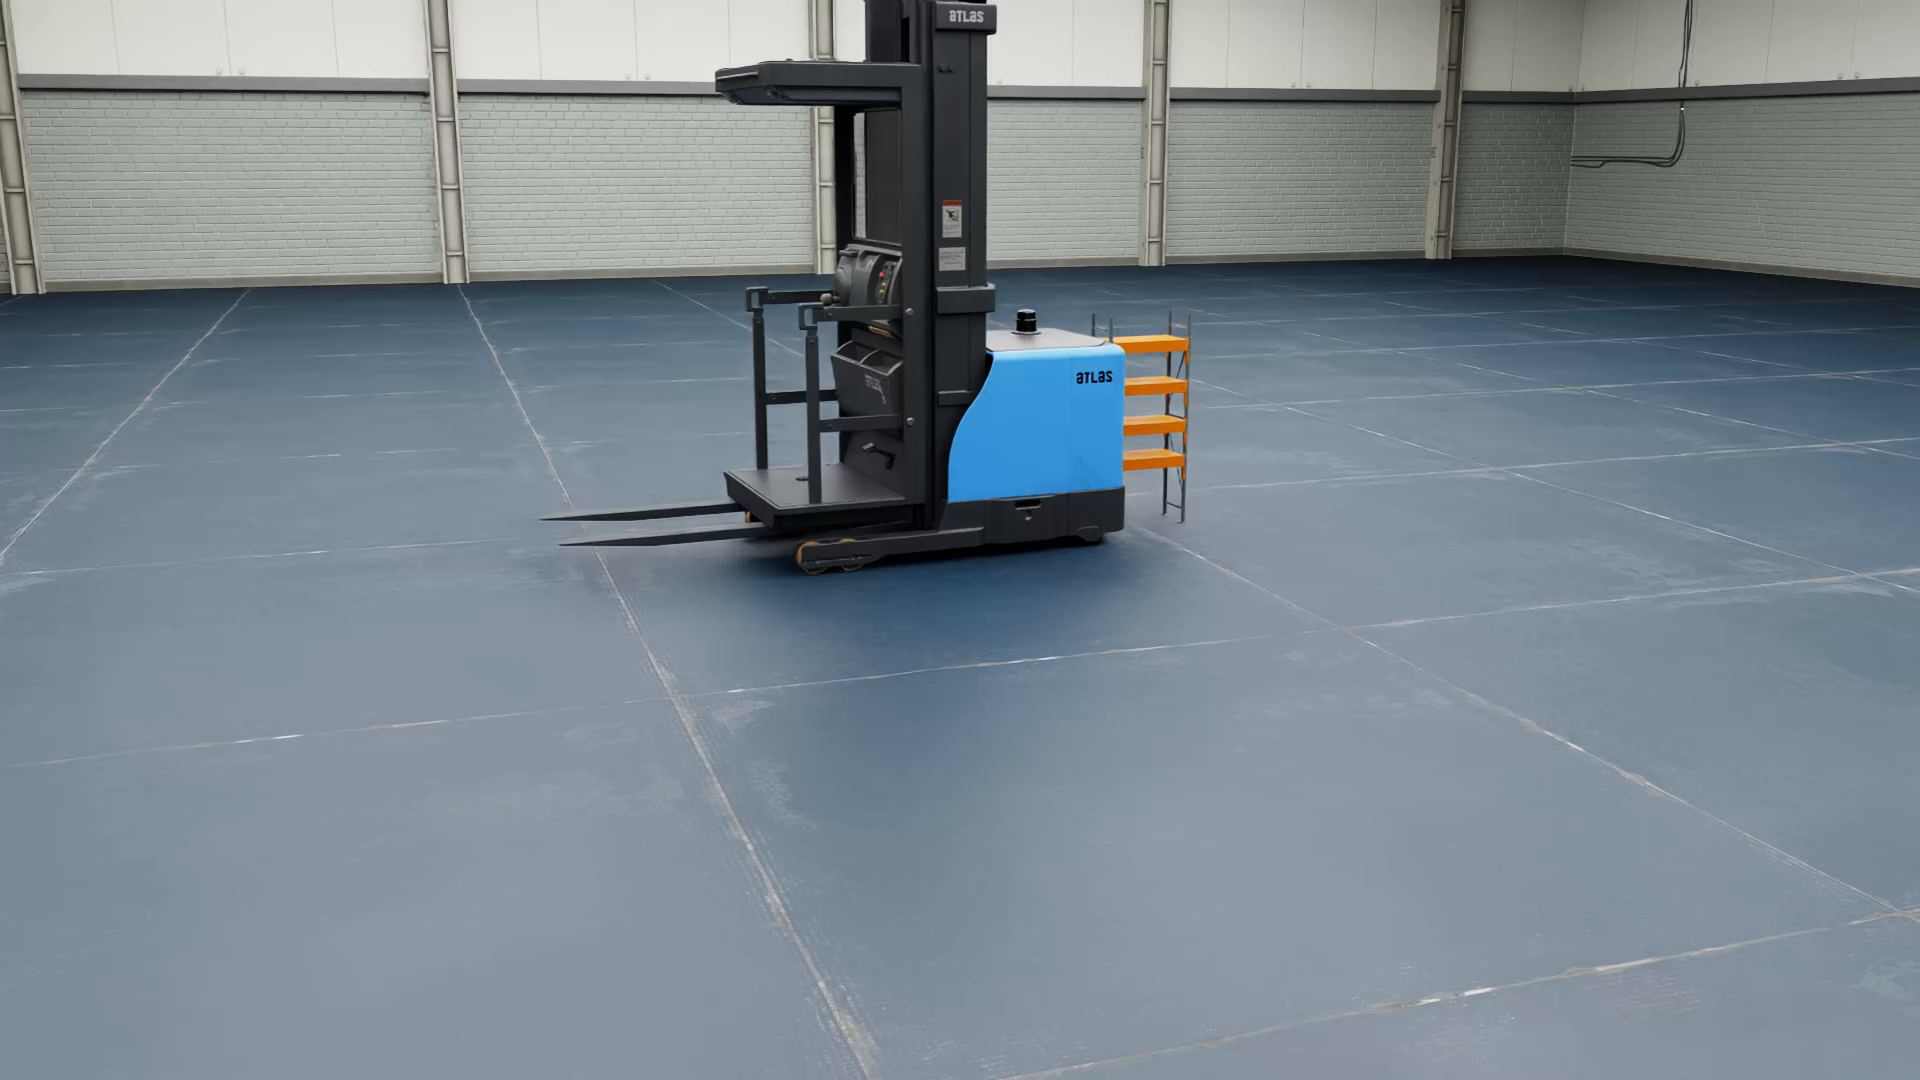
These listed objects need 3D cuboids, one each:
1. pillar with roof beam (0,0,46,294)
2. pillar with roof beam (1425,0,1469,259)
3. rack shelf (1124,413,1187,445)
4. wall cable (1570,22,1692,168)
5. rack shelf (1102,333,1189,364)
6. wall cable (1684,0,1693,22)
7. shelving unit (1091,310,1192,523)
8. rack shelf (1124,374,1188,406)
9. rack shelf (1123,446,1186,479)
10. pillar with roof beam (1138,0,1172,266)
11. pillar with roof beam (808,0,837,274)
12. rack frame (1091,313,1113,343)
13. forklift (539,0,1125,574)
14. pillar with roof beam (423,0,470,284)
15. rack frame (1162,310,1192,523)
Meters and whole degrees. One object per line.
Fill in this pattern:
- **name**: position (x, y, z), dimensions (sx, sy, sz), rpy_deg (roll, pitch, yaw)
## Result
- **pillar with roof beam**: position (-12.245, -7.047, 19.322), dimensions (0.400, 9.000, 9.100), rpy_deg (-4, 14, -18)
- **pillar with roof beam**: position (10.502, -8.818, 26.768), dimensions (0.400, 9.000, 9.100), rpy_deg (-4, 14, -18)
- **rack shelf**: position (1.014, -0.618, 9.439), dimensions (0.480, 0.148, 0.258), rpy_deg (-5, 14, -21)
- **wall cable**: position (12.343, -8.179, 30.792), dimensions (0.112, 2.526, 3.097), rpy_deg (-4, 14, -18)
- **rack shelf**: position (1.014, -1.066, 9.332), dimensions (0.480, 0.148, 0.258), rpy_deg (-5, 14, -21)
- **wall cable**: position (13.206, -10.043, 27.713), dimensions (0.112, 2.526, 3.097), rpy_deg (-4, 14, -18)
- **shelving unit**: position (1.014, -0.683, 9.423), dimensions (0.503, 1.200, 0.258), rpy_deg (-5, 14, -21)
- **rack shelf**: position (1.014, -0.836, 9.387), dimensions (0.480, 0.148, 0.258), rpy_deg (-5, 14, -21)
- **rack shelf**: position (1.014, -0.425, 9.485), dimensions (0.480, 0.148, 0.258), rpy_deg (-5, 14, -21)
- **pillar with roof beam**: position (4.815, -8.375, 24.907), dimensions (0.400, 9.000, 9.100), rpy_deg (-4, 14, -18)
- **pillar with roof beam**: position (-0.871, -7.932, 23.045), dimensions (0.400, 9.000, 9.100), rpy_deg (-4, 14, -18)
- **rack frame**: position (0.788, -0.662, 9.334), dimensions (0.015, 1.200, 0.240), rpy_deg (-5, 14, -21)
- **forklift**: position (-0.670, -1.390, 8.654), dimensions (3.031, 2.935, 1.130), rpy_deg (-5, 14, -21)
- **pillar with roof beam**: position (-6.558, -7.490, 21.183), dimensions (0.400, 9.000, 9.100), rpy_deg (-4, 14, -18)
- **rack frame**: position (1.240, -0.705, 9.513), dimensions (0.015, 1.200, 0.240), rpy_deg (-5, 14, -21)
